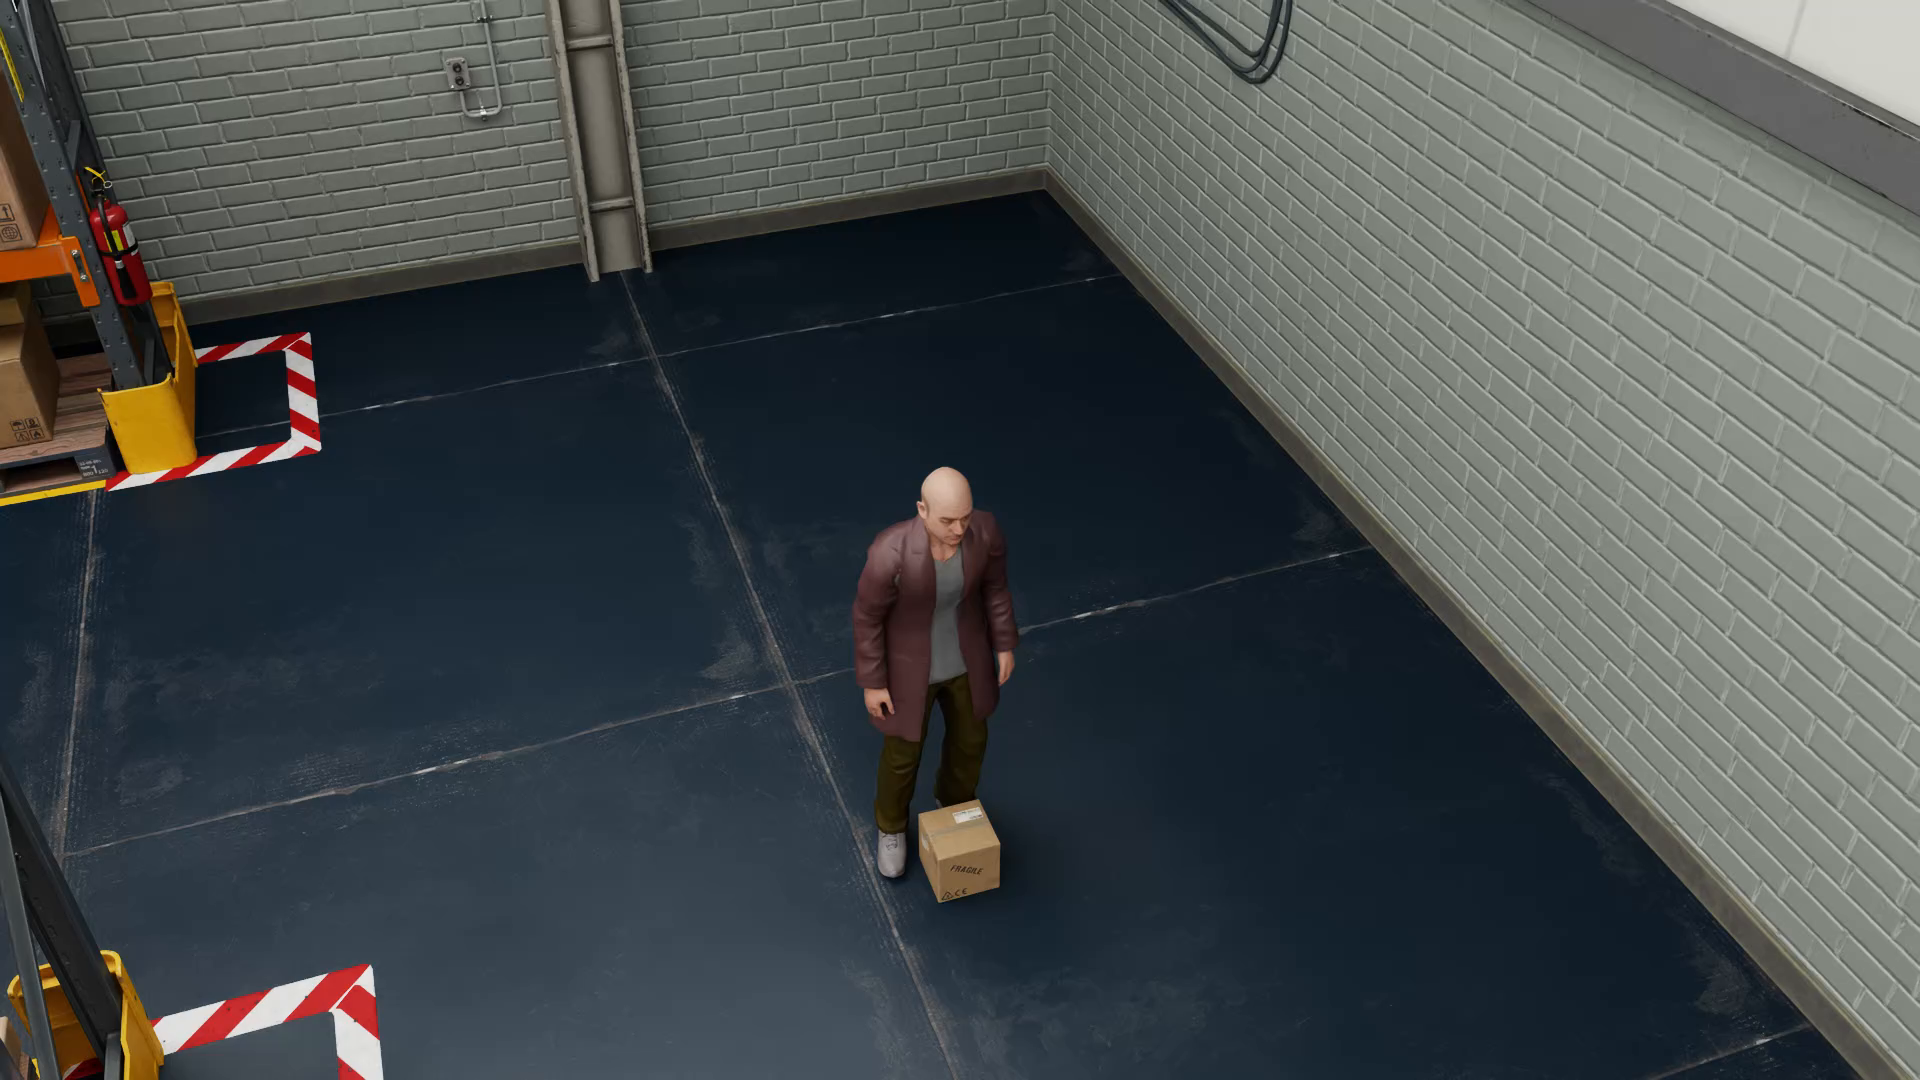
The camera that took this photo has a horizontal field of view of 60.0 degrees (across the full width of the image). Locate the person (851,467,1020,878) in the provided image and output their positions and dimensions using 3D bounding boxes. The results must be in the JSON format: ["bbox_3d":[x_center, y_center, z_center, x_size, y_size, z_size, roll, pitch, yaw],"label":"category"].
[{"bbox_3d":[-0.082,0.461,6.191,0.653,1.774,0.422,-15,40,-18],"label":"person"}]
